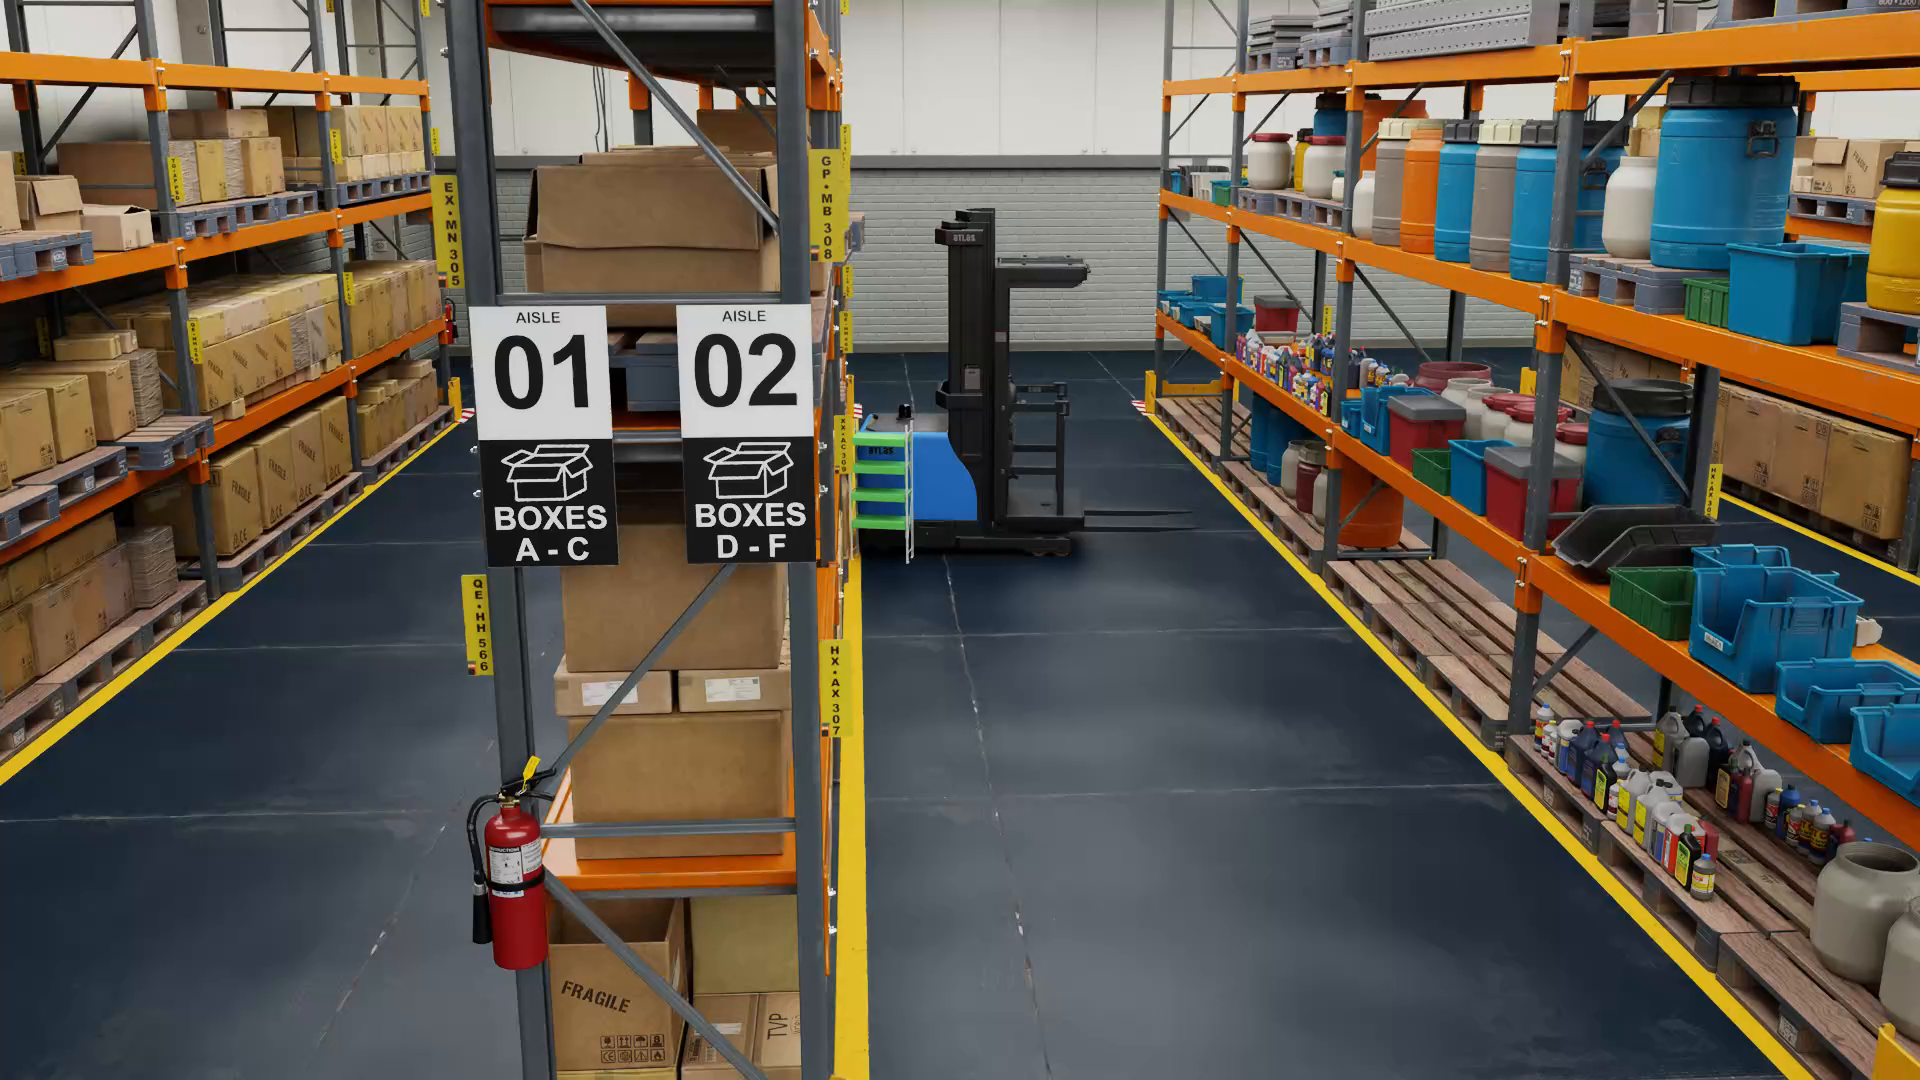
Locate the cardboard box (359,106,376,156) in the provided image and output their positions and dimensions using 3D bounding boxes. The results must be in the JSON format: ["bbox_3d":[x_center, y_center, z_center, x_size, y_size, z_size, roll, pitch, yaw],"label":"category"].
[{"bbox_3d":[-6.437,-4.275,17.354,0.500,0.500,0.500,-1,14,-5],"label":"cardboard box"}]

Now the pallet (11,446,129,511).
[{"bbox_3d":[-6.223,-0.391,10.912,1.003,0.211,1.213,-1,14,-3],"label":"pallet"}]

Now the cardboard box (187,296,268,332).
[{"bbox_3d":[-6.226,-1.916,14.110,0.500,0.250,0.500,-1,14,-3],"label":"cardboard box"}]

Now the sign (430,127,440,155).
[{"bbox_3d":[-6.340,-4.813,20.077,0.100,0.325,0.005,-1,14,-3],"label":"sign"}]

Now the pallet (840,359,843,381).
[{"bbox_3d":[-1.568,-1.444,15.003,1.003,0.211,1.213,-1,14,-3],"label":"pallet"}]

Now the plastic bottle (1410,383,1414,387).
[{"bbox_3d":[3.797,-1.181,13.846,0.152,0.276,0.135,-1,14,-3],"label":"plastic bottle"}]

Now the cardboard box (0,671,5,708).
[{"bbox_3d":[-6.201,0.834,9.900,0.700,0.500,0.500,0,14,-2],"label":"cardboard box"}]

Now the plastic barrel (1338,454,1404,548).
[{"bbox_3d":[3.454,-0.402,14.083,0.600,0.830,0.708,-1,14,-3],"label":"plastic barrel"}]

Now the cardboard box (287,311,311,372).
[{"bbox_3d":[-6.290,-1.810,15.204,0.500,0.500,0.500,-1,14,-3],"label":"cardboard box"}]

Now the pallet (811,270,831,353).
[{"bbox_3d":[-1.044,-0.954,6.871,1.003,0.211,1.213,-1,14,-3],"label":"pallet"}]

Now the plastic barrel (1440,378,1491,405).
[{"bbox_3d":[3.778,-0.930,12.398,0.421,0.512,0.421,0,14,0],"label":"plastic barrel"}]

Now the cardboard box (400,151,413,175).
[{"bbox_3d":[-6.539,-4.290,18.917,0.500,0.250,0.500,-1,14,-6],"label":"cardboard box"}]

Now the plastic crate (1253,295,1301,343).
[{"bbox_3d":[3.449,-2.409,18.122,0.402,0.464,0.583,-1,14,-3],"label":"plastic crate"}]

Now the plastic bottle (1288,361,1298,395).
[{"bbox_3d":[2.980,-1.450,14.878,0.061,0.283,0.133,-1,14,-3],"label":"plastic bottle"}]

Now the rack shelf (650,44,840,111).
[{"bbox_3d":[-1.319,-2.919,10.558,1.077,0.370,4.000,-1,14,-3],"label":"rack shelf"}]

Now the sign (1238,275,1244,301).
[{"bbox_3d":[3.554,-3.210,21.154,0.100,0.325,0.005,-1,14,-3],"label":"sign"}]

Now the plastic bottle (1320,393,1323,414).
[{"bbox_3d":[3.062,-1.155,13.896,0.097,0.201,0.097,0,14,0],"label":"plastic bottle"}]

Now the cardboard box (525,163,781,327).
[{"bbox_3d":[-0.978,-0.980,5.466,0.797,0.503,0.637,0,14,0],"label":"cardboard box"}]

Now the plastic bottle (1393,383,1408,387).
[{"bbox_3d":[3.645,-1.179,13.837,0.152,0.276,0.135,-1,14,-3],"label":"plastic bottle"}]

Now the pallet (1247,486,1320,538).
[{"bbox_3d":[3.338,-0.276,15.677,1.003,0.211,1.213,-1,14,-3],"label":"pallet"}]

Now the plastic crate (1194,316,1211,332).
[{"bbox_3d":[2.846,-2.453,18.950,0.293,0.136,0.466,-1,14,-3],"label":"plastic crate"}]

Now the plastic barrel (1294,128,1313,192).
[{"bbox_3d":[3.513,-3.647,15.940,0.600,0.588,0.600,0,14,0],"label":"plastic barrel"}]

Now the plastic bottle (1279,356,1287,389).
[{"bbox_3d":[2.960,-1.530,15.186,0.061,0.283,0.133,-1,14,-3],"label":"plastic bottle"}]

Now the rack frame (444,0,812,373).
[{"bbox_3d":[-0.947,-1.969,4.619,1.000,3.000,0.127,-1,14,-3],"label":"rack frame"}]

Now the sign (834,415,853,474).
[{"bbox_3d":[-0.641,-0.525,9.150,0.100,0.325,0.005,-1,14,-3],"label":"sign"}]

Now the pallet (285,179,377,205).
[{"bbox_3d":[-6.675,-3.584,17.094,1.003,0.211,1.213,-1,14,-3],"label":"pallet"}]

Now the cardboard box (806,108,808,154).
[{"bbox_3d":[-1.495,-3.274,13.504,0.500,0.500,0.500,-1,14,-3],"label":"cardboard box"}]

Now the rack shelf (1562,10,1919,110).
[{"bbox_3d":[3.873,-2.000,6.986,1.077,0.370,4.000,-1,14,-3],"label":"rack shelf"}]

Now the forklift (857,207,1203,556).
[{"bbox_3d":[0.625,-1.412,14.633,3.031,2.935,1.130,1,14,3],"label":"forklift"}]

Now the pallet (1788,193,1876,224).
[{"bbox_3d":[8.280,-3.004,15.040,1.003,0.211,1.213,0,14,-1],"label":"pallet"}]

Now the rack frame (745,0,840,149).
[{"bbox_3d":[-1.691,-4.953,16.219,1.000,3.000,0.127,-1,14,-3],"label":"rack frame"}]

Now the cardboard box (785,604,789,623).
[{"bbox_3d":[-0.790,0.345,6.162,0.380,0.149,0.250,-1,14,-3],"label":"cardboard box"}]

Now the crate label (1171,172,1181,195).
[{"bbox_3d":[2.740,-4.264,19.860,0.408,0.251,0.502,-1,14,-3],"label":"crate label"}]

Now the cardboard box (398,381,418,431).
[{"bbox_3d":[-6.676,-1.536,19.150,0.700,0.500,0.500,-1,14,-5],"label":"cardboard box"}]

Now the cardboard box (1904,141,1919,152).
[{"bbox_3d":[8.335,-3.062,13.837,0.797,0.503,0.637,0,14,0],"label":"cardboard box"}]

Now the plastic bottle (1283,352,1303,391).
[{"bbox_3d":[3.011,-1.523,15.026,0.144,0.351,0.185,-1,14,-3],"label":"plastic bottle"}]

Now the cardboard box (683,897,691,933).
[{"bbox_3d":[-1.354,1.324,7.030,0.500,0.500,0.500,-1,14,-3],"label":"cardboard box"}]

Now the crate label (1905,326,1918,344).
[{"bbox_3d":[4.211,-0.990,7.134,0.502,0.251,0.408,-1,14,-3],"label":"crate label"}]

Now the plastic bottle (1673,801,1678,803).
[{"bbox_3d":[3.552,1.402,8.292,0.097,0.201,0.097,0,14,0],"label":"plastic bottle"}]

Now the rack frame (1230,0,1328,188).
[{"bbox_3d":[3.254,-5.029,16.512,1.000,3.000,0.127,-1,14,-3],"label":"rack frame"}]

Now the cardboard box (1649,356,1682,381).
[{"bbox_3d":[8.236,-1.540,18.412,0.875,0.875,0.875,-1,14,-3],"label":"cardboard box"}]

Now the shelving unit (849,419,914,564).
[{"bbox_3d":[-0.672,-0.419,14.245,0.503,1.200,0.258,2,15,9],"label":"shelving unit"}]

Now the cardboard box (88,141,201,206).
[{"bbox_3d":[-6.559,-2.941,13.332,0.700,0.500,0.500,-2,15,-7],"label":"cardboard box"}]

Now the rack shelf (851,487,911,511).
[{"bbox_3d":[-0.672,-0.357,14.261,0.480,0.148,0.258,2,15,9],"label":"rack shelf"}]

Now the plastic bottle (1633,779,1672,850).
[{"bbox_3d":[3.435,1.342,8.224,0.144,0.351,0.185,0,14,-1],"label":"plastic bottle"}]

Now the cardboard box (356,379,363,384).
[{"bbox_3d":[-6.834,-1.685,18.429,0.380,0.149,0.250,-1,14,-3],"label":"cardboard box"}]

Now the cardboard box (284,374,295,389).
[{"bbox_3d":[-6.296,-1.462,15.154,0.380,0.149,0.250,-1,14,-5],"label":"cardboard box"}]

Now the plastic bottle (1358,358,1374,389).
[{"bbox_3d":[3.711,-1.526,15.187,0.152,0.276,0.135,-1,14,-3],"label":"plastic bottle"}]

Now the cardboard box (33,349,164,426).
[{"bbox_3d":[-6.348,-1.120,12.278,0.700,0.500,0.500,-3,15,-10],"label":"cardboard box"}]

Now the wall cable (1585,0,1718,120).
[{"bbox_3d":[11.039,-9.118,25.947,2.277,5.999,0.120,-1,14,-3],"label":"wall cable"}]

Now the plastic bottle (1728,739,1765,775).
[{"bbox_3d":[4.109,1.220,8.699,0.144,0.351,0.185,-1,14,-4],"label":"plastic bottle"}]

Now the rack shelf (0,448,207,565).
[{"bbox_3d":[-6.263,-0.130,10.955,1.077,0.370,4.000,-1,14,-3],"label":"rack shelf"}]

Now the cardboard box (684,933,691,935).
[{"bbox_3d":[-1.351,1.687,7.124,0.500,0.250,0.500,-1,14,-3],"label":"cardboard box"}]

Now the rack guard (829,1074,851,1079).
[{"bbox_3d":[-0.946,2.153,5.655,1.175,0.500,0.348,-1,14,-3],"label":"rack guard"}]

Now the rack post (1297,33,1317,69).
[{"bbox_3d":[3.506,-4.285,14.626,0.937,0.300,0.954,1,14,3],"label":"rack post"}]
